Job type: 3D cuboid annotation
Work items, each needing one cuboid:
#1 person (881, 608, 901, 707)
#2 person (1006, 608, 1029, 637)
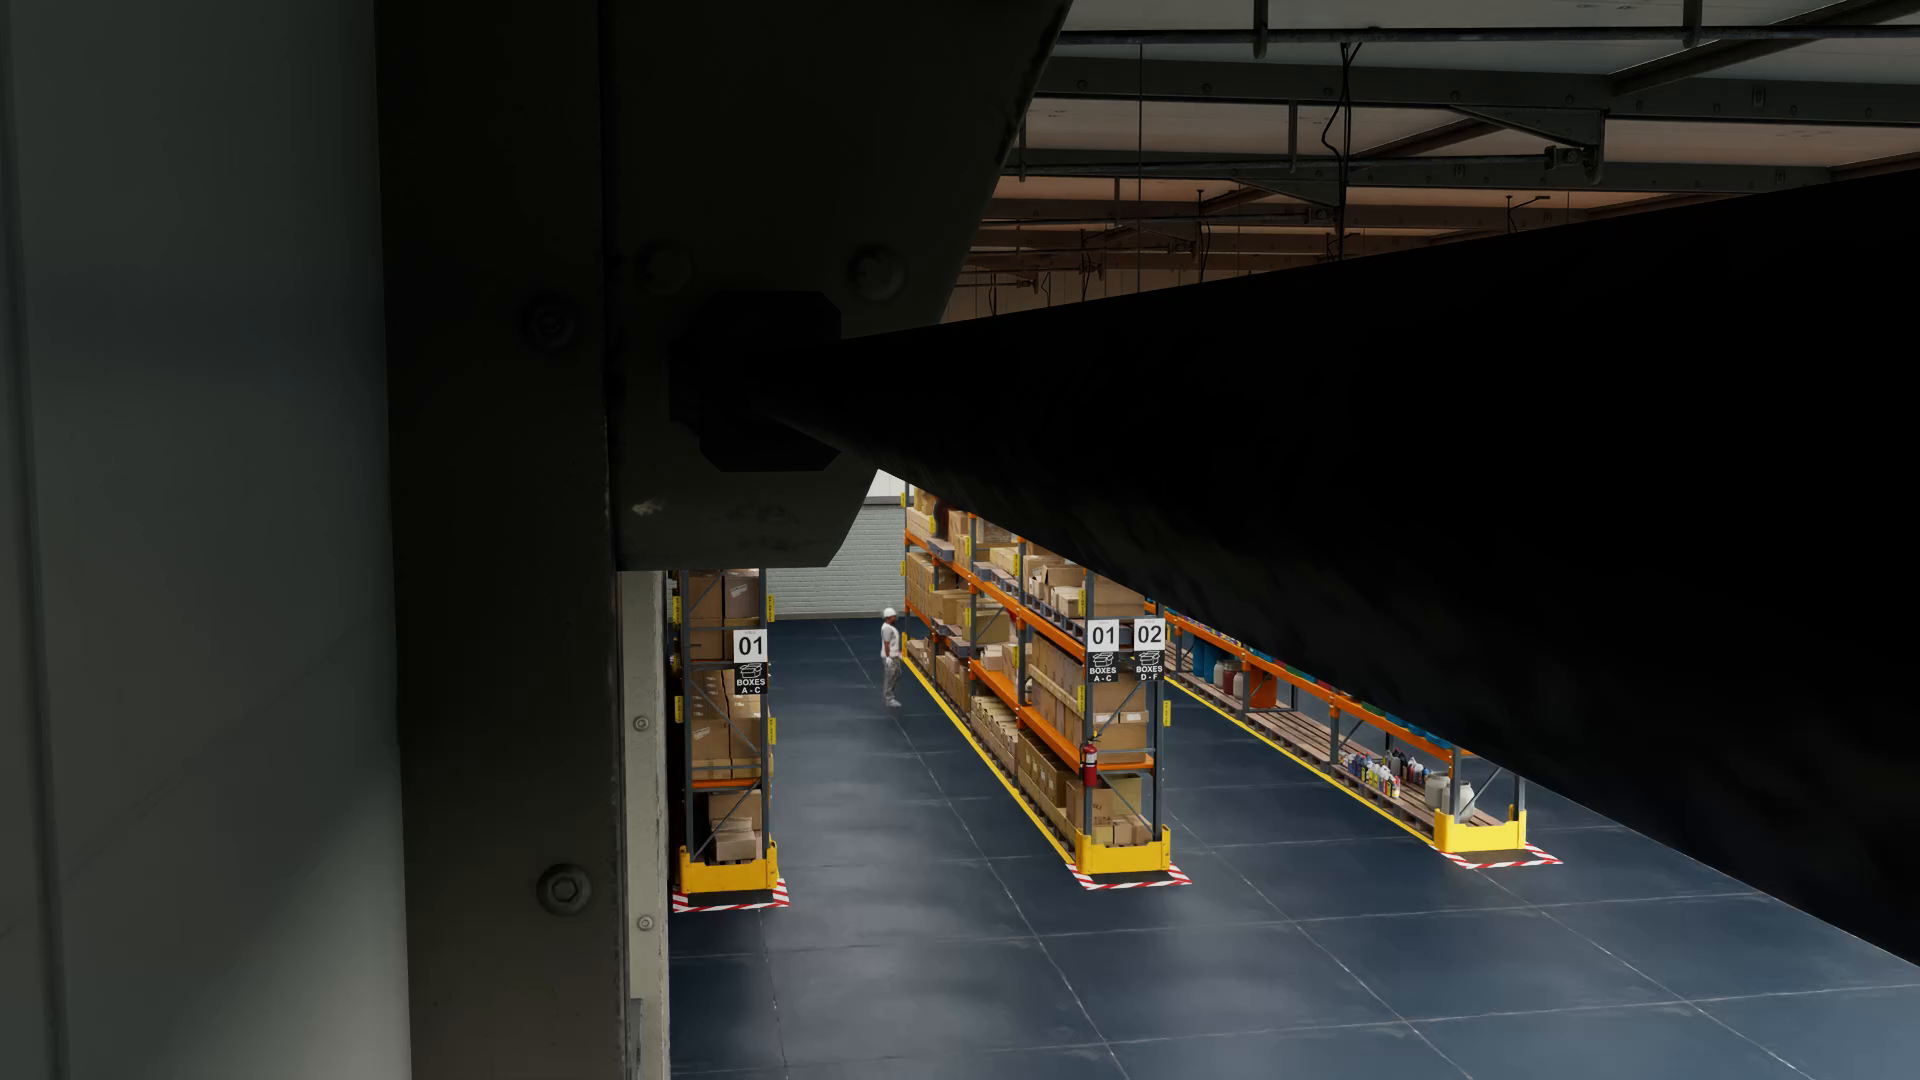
[{"bbox_3d":[-1.254,2.152,30.408,0.388,1.820,0.615,1,6,5],"label":"person"},{"bbox_3d":[1.187,1.811,34.197,0.586,1.713,0.976,-1,6,-9],"label":"person"}]
